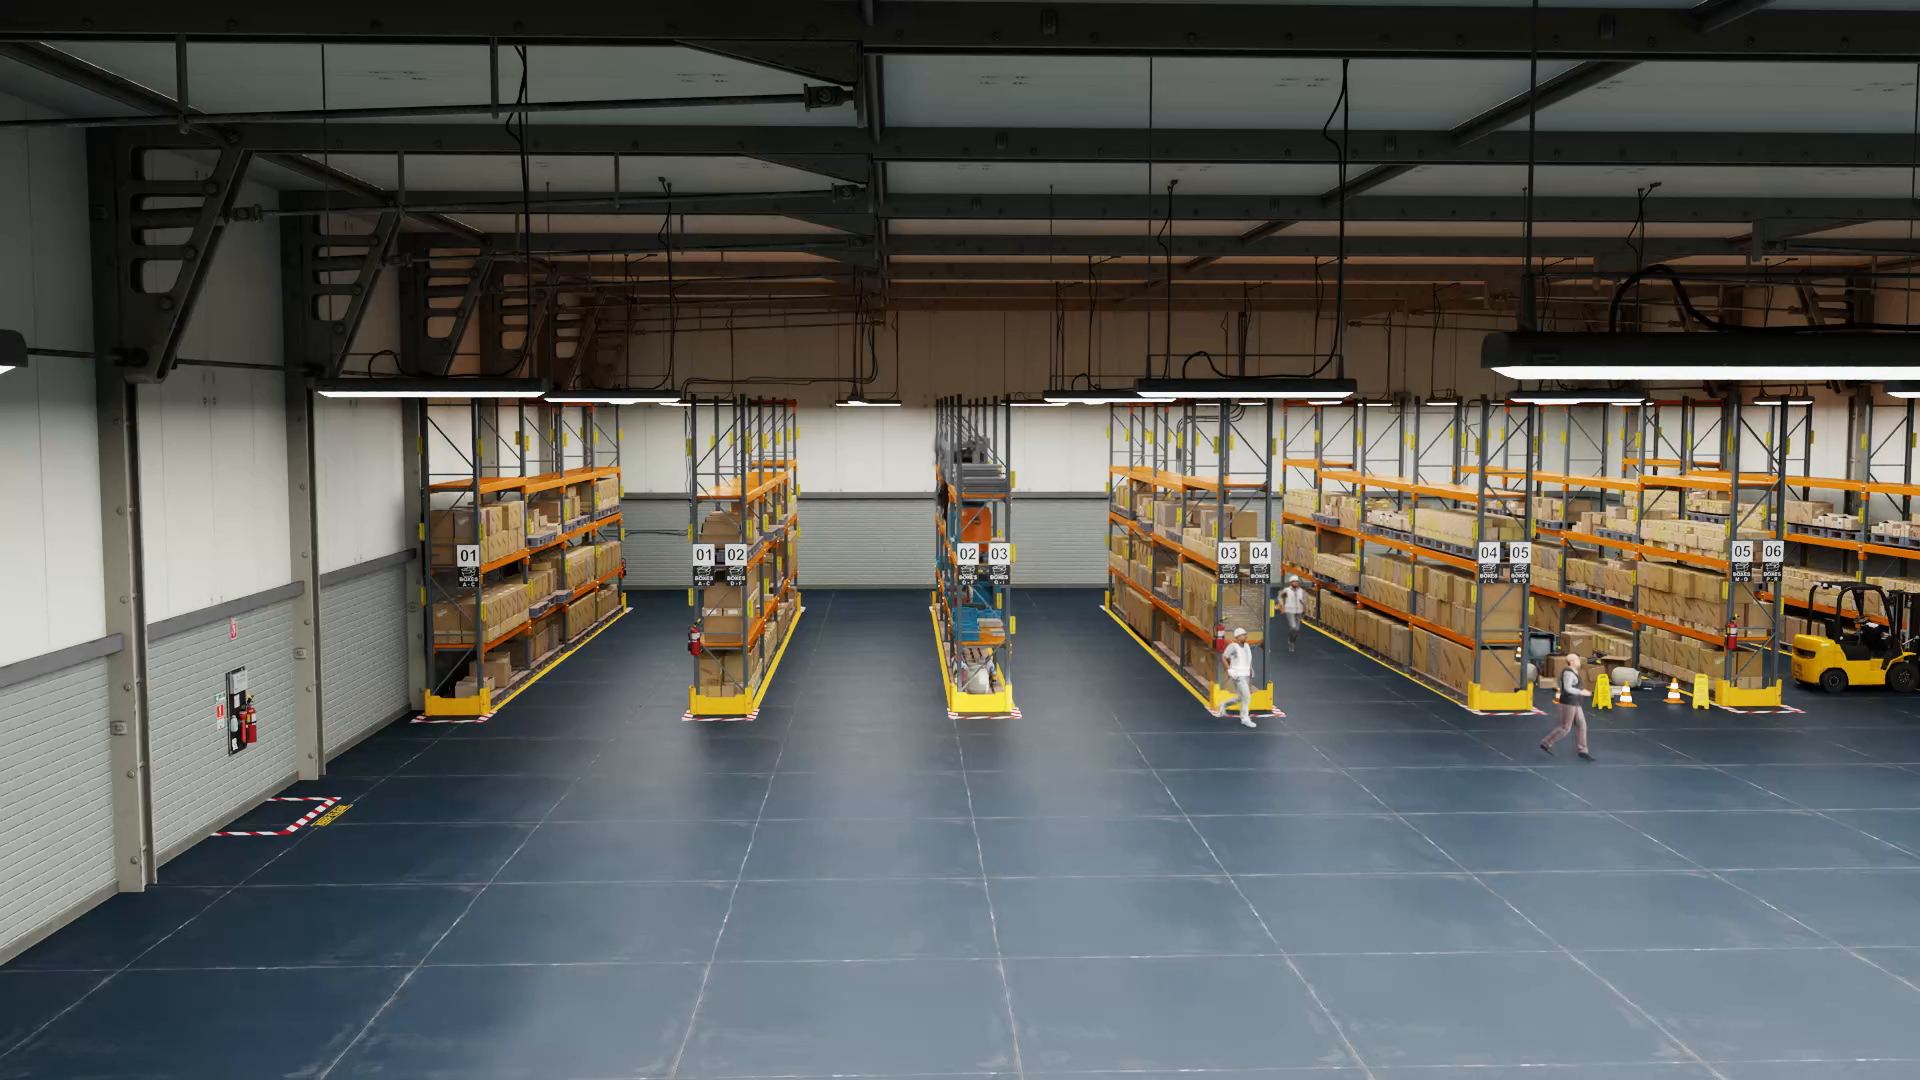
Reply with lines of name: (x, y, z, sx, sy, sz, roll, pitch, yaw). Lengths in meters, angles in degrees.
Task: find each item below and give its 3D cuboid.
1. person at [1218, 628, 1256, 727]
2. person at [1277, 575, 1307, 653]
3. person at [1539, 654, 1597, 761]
person: (5.069, 2.477, 30.272, 0.845, 1.765, 0.704, 4, 6, 41)
person: (7.891, 1.749, 39.330, 0.624, 1.831, 0.752, -1, 5, -13)
person: (9.941, 2.728, 27.148, 0.879, 1.744, 0.651, 3, 5, 30)
